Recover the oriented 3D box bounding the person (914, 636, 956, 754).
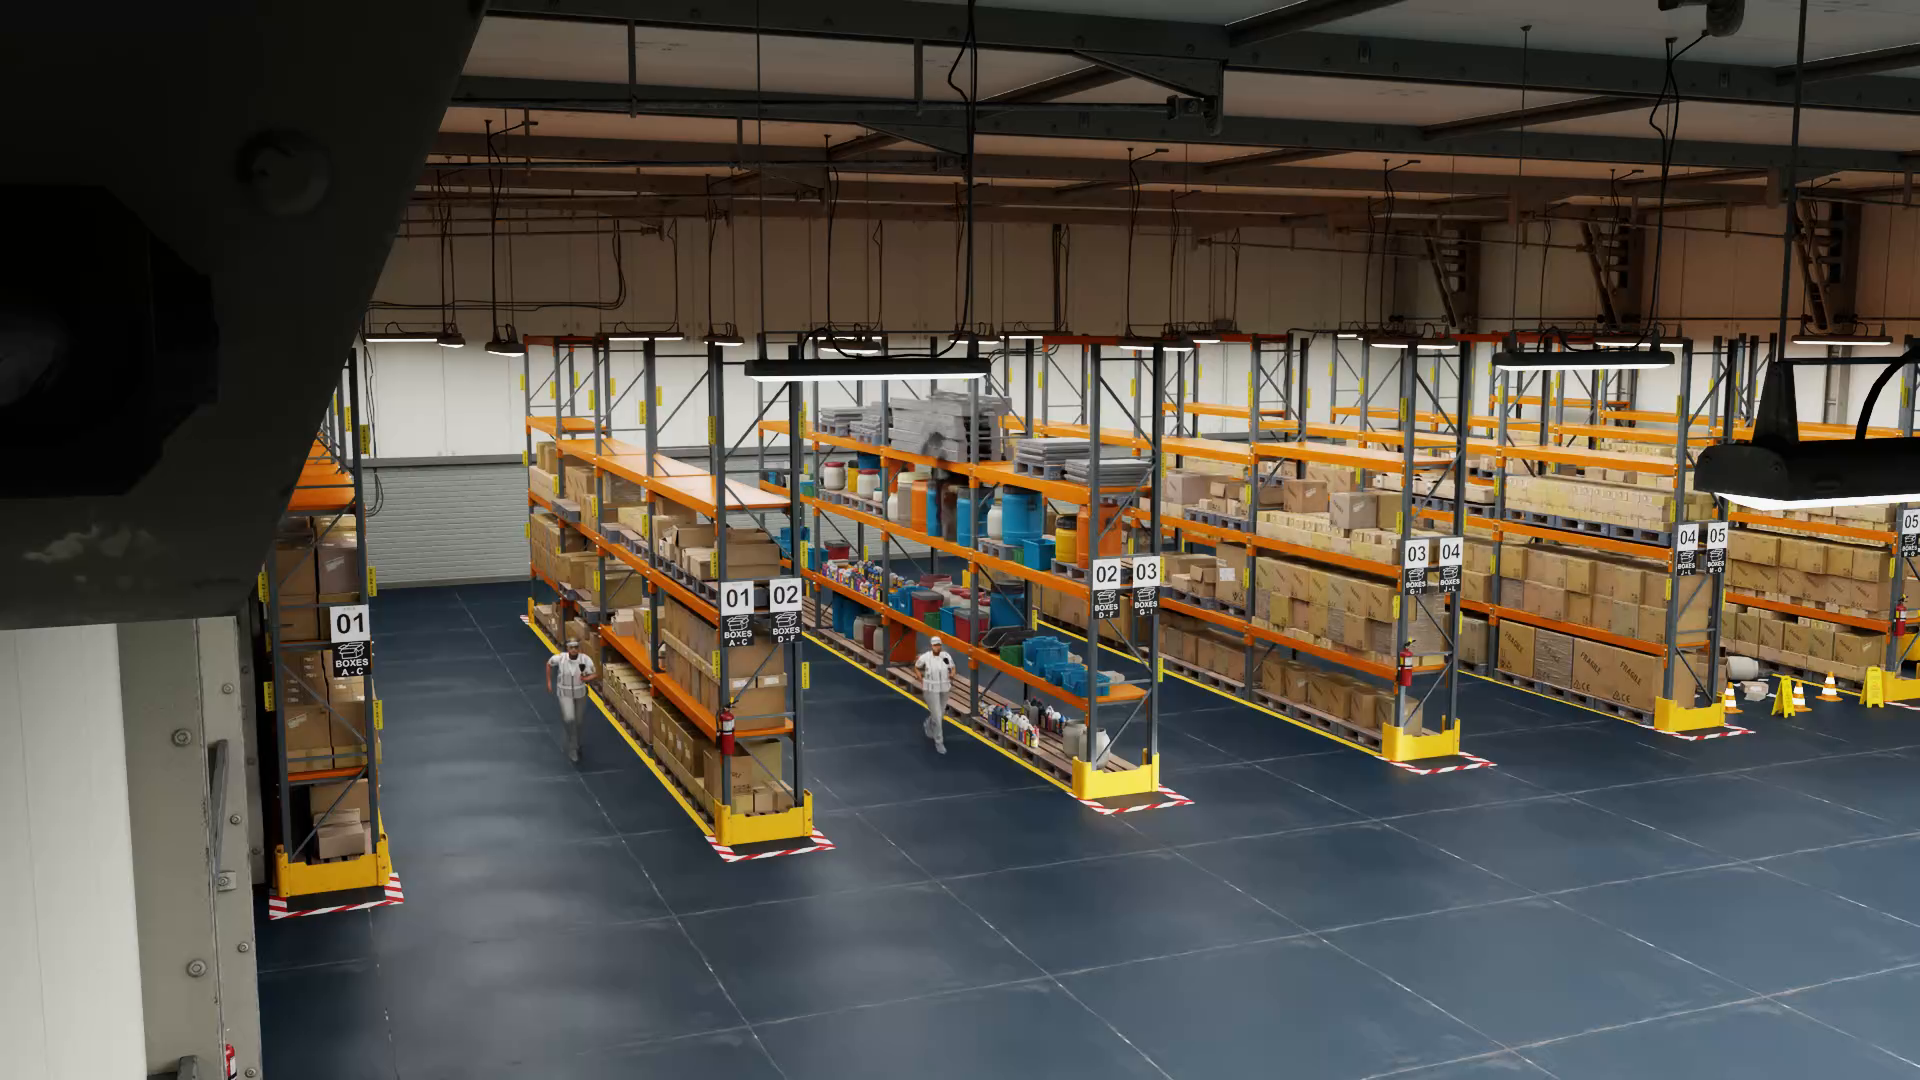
[{"bbox_3d":[-0.337,2.248,24.635,0.593,1.686,0.833,-3,8,-23],"label":"person"}]

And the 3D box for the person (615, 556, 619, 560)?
[{"bbox_3d":[-7.533,0.741,36.125,0.523,1.621,0.622,0,8,4],"label":"person"}]

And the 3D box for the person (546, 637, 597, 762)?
[{"bbox_3d":[-5.615,2.275,24.095,0.686,1.829,0.861,-3,8,-20],"label":"person"}]
